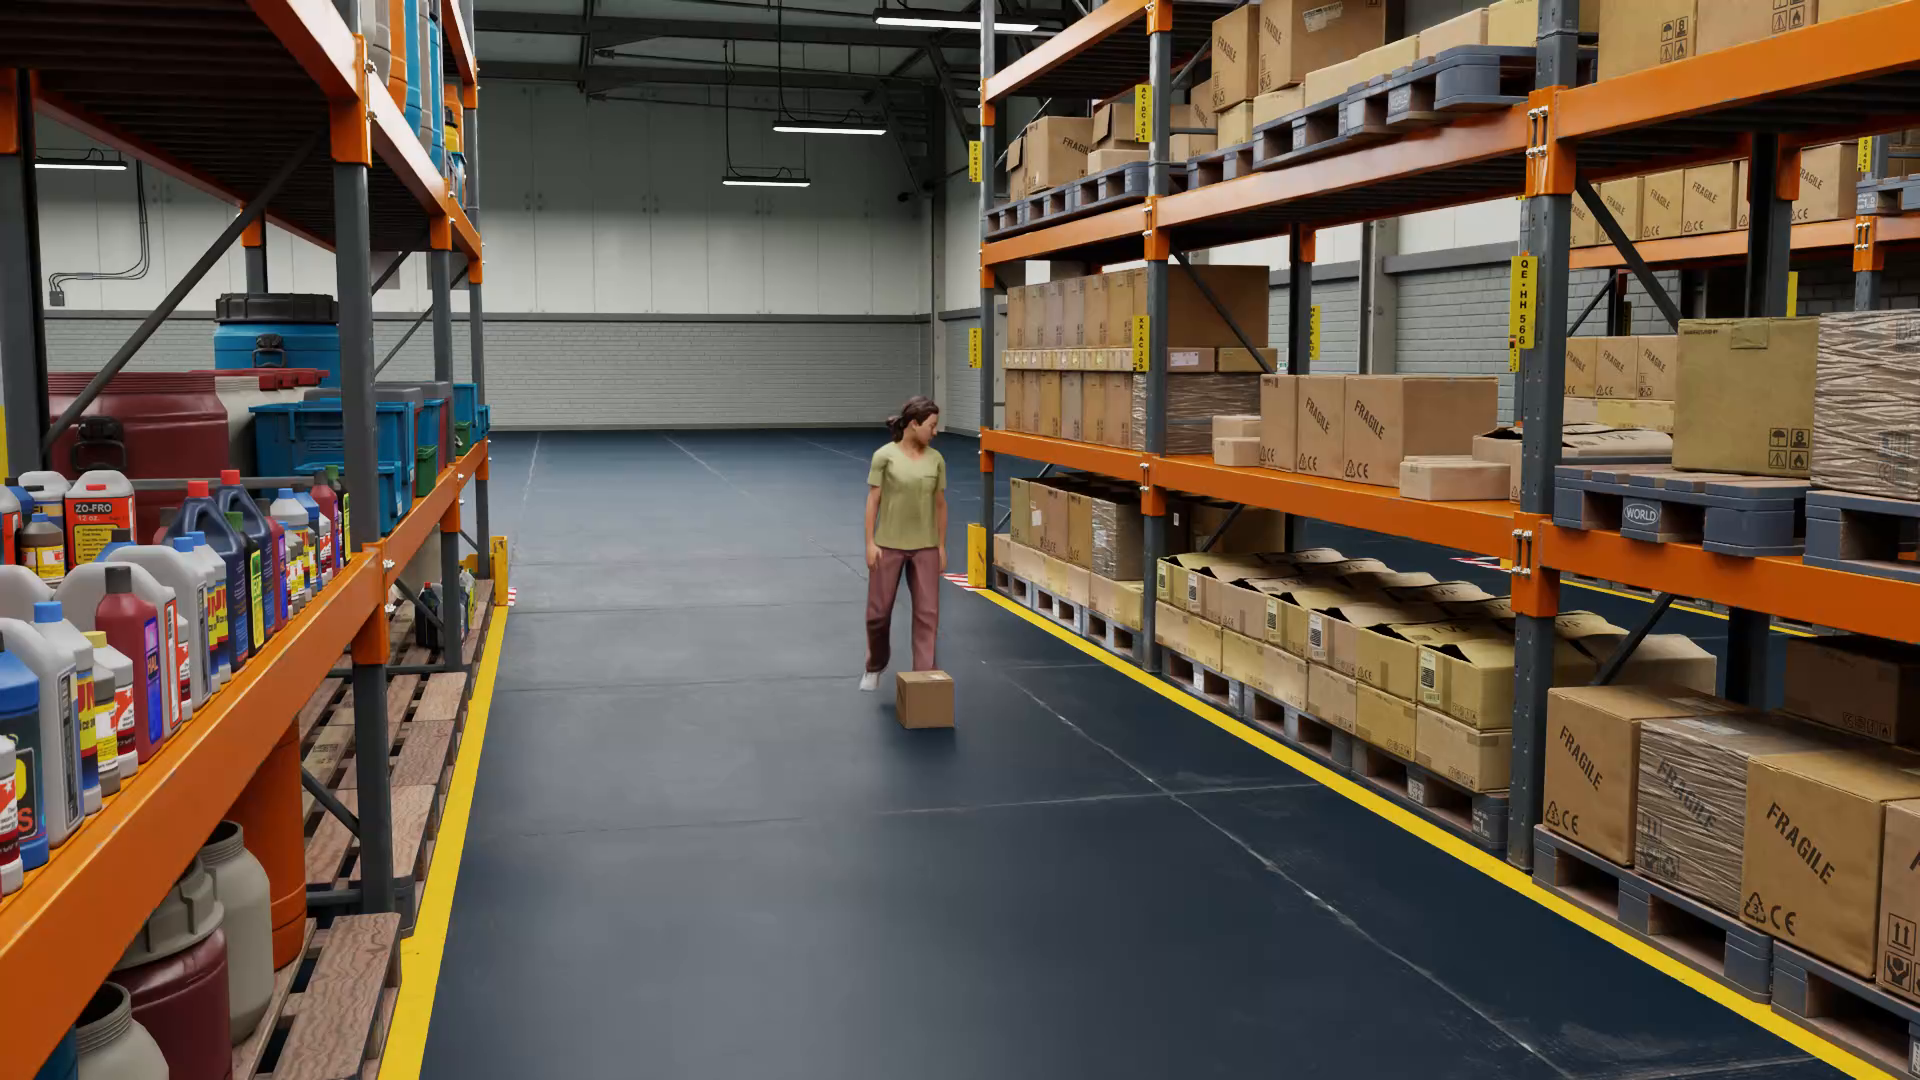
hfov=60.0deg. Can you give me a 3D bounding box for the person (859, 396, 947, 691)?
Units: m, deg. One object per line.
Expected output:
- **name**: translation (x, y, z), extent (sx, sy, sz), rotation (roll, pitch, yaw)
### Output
- **person**: translation (-0.286, 0.058, 8.990), extent (0.486, 1.669, 0.705), rotation (-1, 6, -13)
